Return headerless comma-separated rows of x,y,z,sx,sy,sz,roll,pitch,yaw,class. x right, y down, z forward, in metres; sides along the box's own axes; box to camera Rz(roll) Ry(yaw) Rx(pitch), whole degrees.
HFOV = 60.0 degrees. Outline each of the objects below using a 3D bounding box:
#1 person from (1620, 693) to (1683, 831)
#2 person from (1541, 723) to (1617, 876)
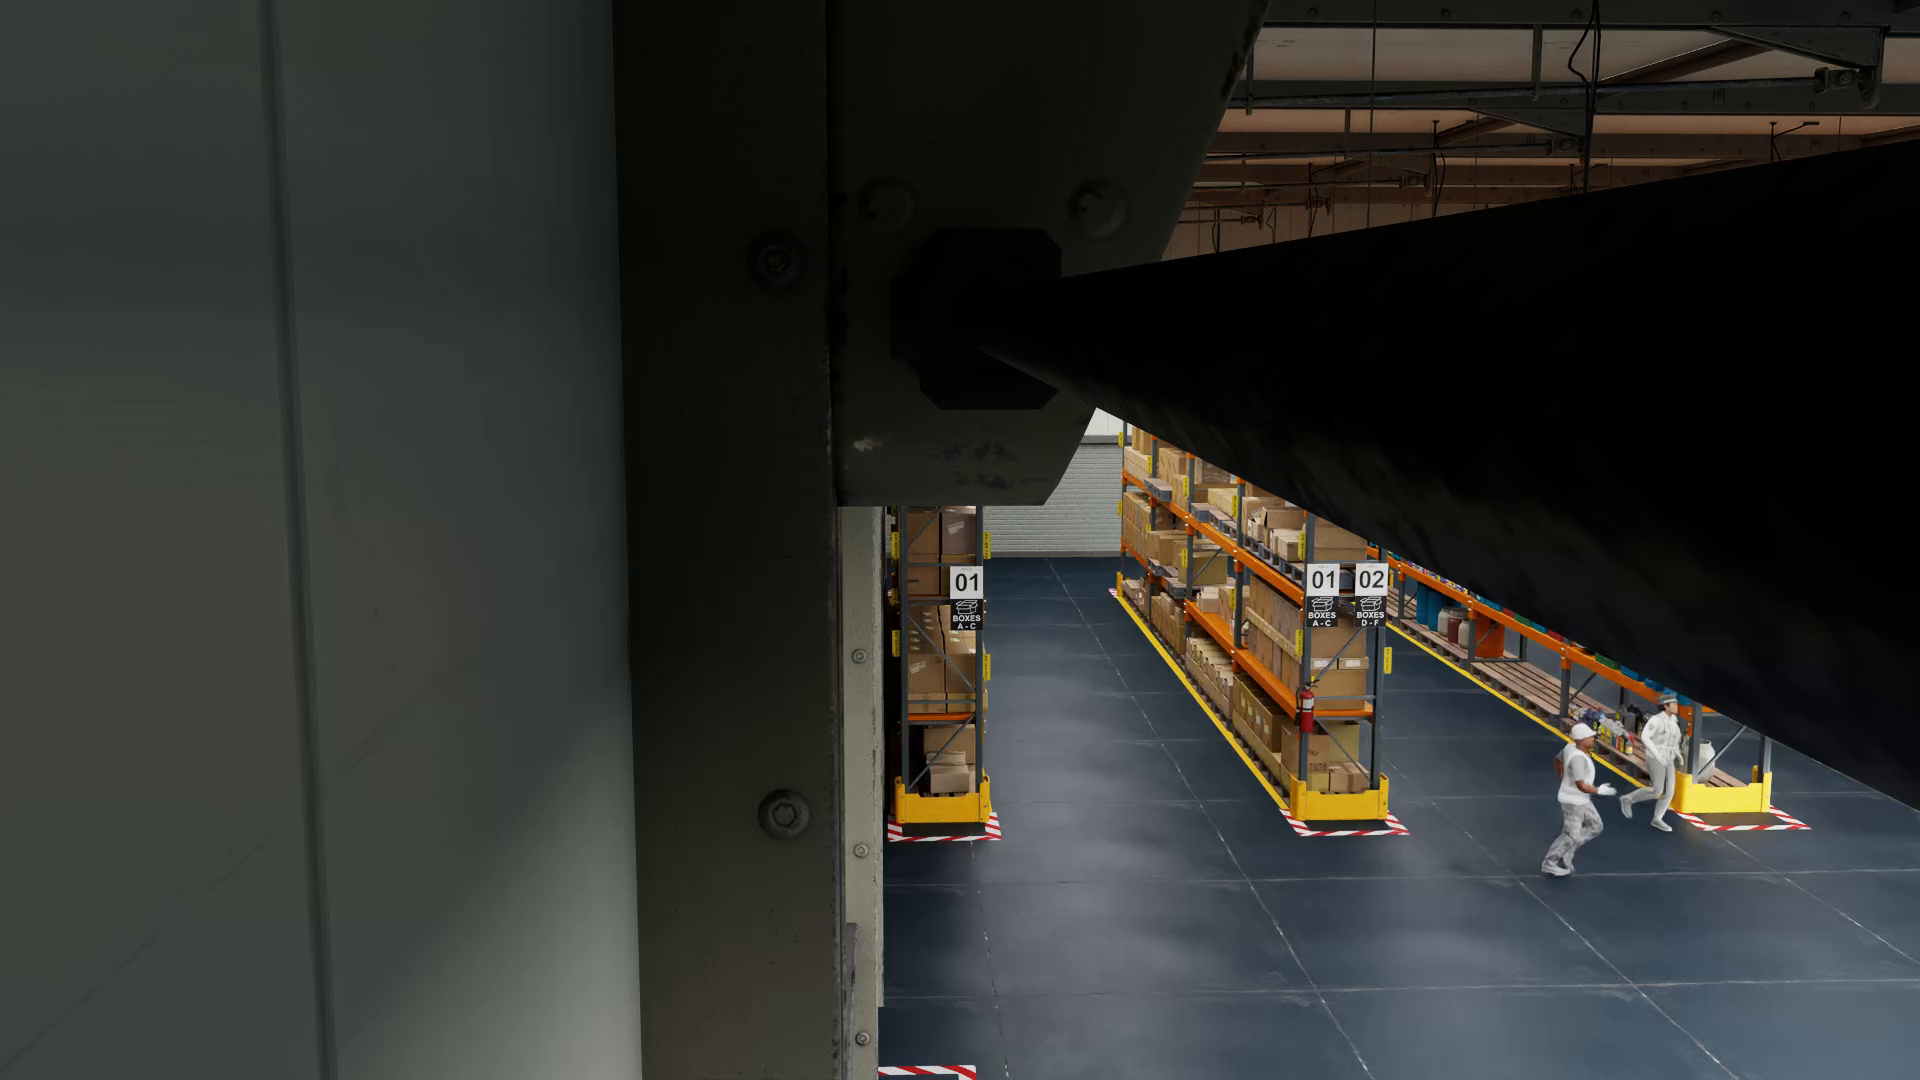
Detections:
8.572,2.668,20.381,0.673,1.642,0.657,-6,10,-36,person
6.869,2.875,18.416,0.738,1.734,0.667,3,9,21,person
